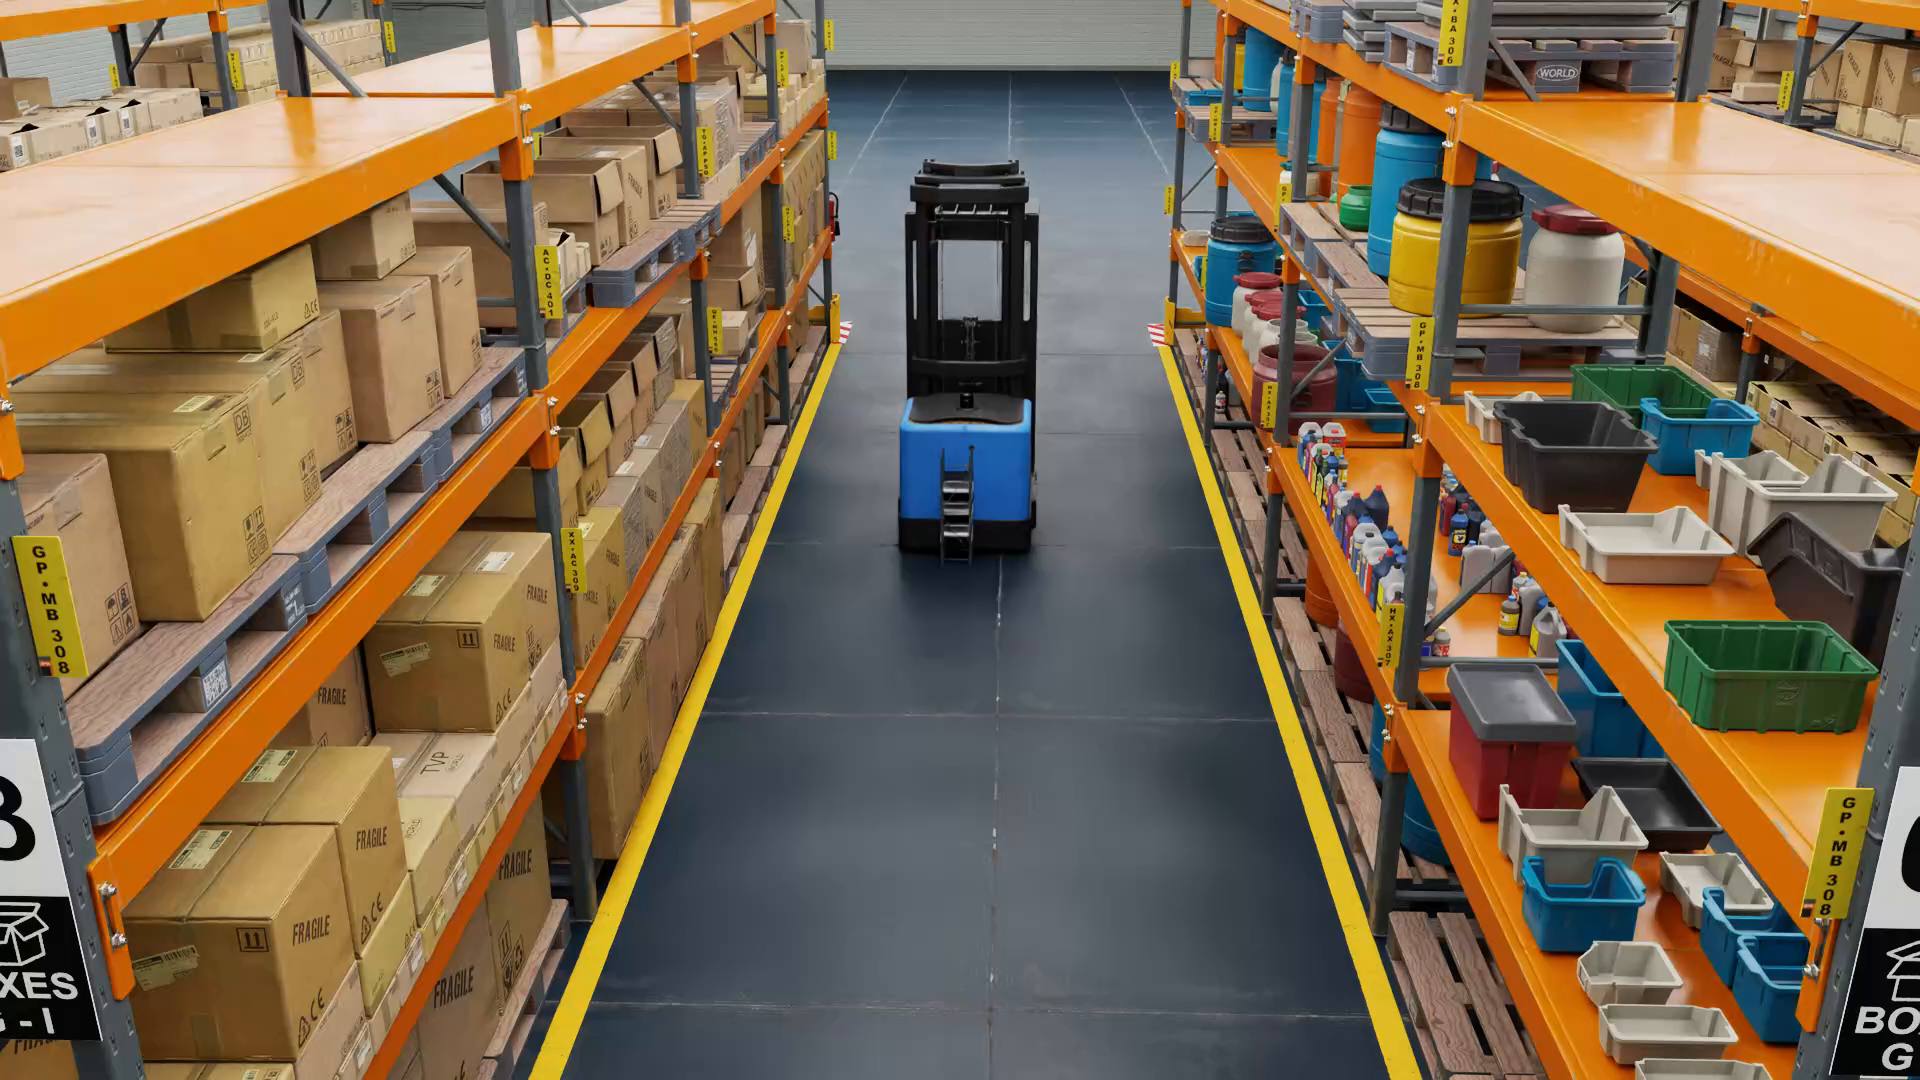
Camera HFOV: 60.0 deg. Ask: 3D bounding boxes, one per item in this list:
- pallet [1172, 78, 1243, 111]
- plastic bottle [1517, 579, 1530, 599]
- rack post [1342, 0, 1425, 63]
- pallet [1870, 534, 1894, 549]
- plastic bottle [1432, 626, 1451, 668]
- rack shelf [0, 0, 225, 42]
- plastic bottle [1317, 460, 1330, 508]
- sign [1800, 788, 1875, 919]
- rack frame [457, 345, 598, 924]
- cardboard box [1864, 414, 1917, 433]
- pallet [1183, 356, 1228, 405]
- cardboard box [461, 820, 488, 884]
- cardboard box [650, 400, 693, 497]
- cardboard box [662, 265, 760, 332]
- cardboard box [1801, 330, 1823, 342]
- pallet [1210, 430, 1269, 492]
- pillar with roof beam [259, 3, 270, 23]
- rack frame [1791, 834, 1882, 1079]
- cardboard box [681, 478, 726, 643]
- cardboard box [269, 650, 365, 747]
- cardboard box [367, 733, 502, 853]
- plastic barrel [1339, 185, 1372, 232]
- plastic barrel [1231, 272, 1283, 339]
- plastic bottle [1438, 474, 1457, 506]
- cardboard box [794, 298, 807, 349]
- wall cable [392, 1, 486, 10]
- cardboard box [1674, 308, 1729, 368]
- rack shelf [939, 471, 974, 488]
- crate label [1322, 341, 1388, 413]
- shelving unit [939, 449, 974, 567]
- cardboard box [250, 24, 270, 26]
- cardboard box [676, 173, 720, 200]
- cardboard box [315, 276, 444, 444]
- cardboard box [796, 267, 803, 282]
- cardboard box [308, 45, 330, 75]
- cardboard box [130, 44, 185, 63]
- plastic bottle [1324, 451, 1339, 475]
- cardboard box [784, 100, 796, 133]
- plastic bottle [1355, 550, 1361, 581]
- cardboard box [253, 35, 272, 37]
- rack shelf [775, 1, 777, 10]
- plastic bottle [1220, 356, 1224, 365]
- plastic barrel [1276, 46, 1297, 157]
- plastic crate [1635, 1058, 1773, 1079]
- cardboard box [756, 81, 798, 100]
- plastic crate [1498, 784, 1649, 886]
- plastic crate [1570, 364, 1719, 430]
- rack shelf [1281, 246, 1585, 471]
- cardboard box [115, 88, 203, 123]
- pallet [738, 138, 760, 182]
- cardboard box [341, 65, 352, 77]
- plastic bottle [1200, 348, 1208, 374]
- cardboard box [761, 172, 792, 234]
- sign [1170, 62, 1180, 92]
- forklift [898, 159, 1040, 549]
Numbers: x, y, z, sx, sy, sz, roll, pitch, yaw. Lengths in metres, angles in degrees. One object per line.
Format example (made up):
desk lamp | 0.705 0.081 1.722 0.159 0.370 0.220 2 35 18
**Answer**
pallet | 2.822 -4.764 17.774 1.003 0.211 1.213 1 21 2
plastic bottle | 3.019 0.308 8.864 0.097 0.201 0.097 0 21 0
rack post | 2.514 -2.710 8.764 0.937 0.300 0.954 3 21 7
pallet | 7.716 0.200 12.723 1.003 0.211 1.213 1 21 2
plastic bottle | 2.394 0.528 8.295 0.097 0.201 0.097 0 21 0
rack shelf | -7.143 -4.003 12.952 1.077 0.370 4.000 1 21 2
plastic bottle | 2.294 -0.353 10.453 0.061 0.283 0.133 1 21 2
sign | 1.908 0.684 3.618 0.100 0.325 0.005 1 21 2
rack frame | -2.371 0.533 8.009 1.000 3.000 0.127 1 21 2
cardboard box | 8.021 -0.907 14.164 0.500 0.311 0.500 1 21 1
pallet | 2.919 -1.690 17.592 1.003 0.211 1.213 1 21 2
cardboard box | -2.092 1.228 6.564 0.380 0.149 0.250 0 21 1
cardboard box | -2.038 -0.599 10.787 0.500 0.500 0.500 0 21 1
cardboard box | -2.088 -1.976 13.751 0.797 0.503 0.637 3 21 7
cardboard box | 7.543 -1.814 14.405 0.380 0.149 0.250 1 21 2
pallet | 2.838 -0.721 15.095 1.003 0.211 1.213 1 21 2
pillar with roof beam | -12.762 -15.154 40.144 9.100 9.000 0.400 1 21 2
rack frame | 2.458 2.034 4.141 1.000 3.000 0.127 1 21 2
cardboard box | -2.291 0.131 11.402 1.225 0.875 0.875 0 21 -1
cardboard box | -2.675 0.651 6.464 0.500 0.500 0.500 0 21 0
cardboard box | -2.151 0.998 6.606 0.500 0.250 0.500 1 21 3
plastic barrel | 2.439 -2.000 10.025 0.294 0.245 0.294 0 21 0
plastic barrel | 2.575 -2.025 14.414 0.433 0.535 0.433 0 21 0
plastic bottle | 3.072 -0.314 10.467 0.097 0.201 0.097 0 21 0
cardboard box | -2.026 -2.394 18.428 0.500 0.500 0.500 6 22 16
wall cable | -15.471 -16.973 49.126 3.097 2.526 0.112 1 21 2
cardboard box | 7.608 -2.044 16.835 0.500 0.500 0.500 1 21 2
rack shelf | -0.024 -0.468 12.838 0.258 0.077 0.200 1 21 3
crate label | 3.002 -1.232 12.508 0.502 0.435 0.616 1 21 2
shelving unit | -0.024 -0.248 12.924 0.258 0.900 0.210 1 21 3
cardboard box | -7.313 -5.401 17.681 0.380 0.149 0.250 1 21 2
cardboard box | -1.981 -2.409 11.652 0.500 0.250 0.500 1 21 3
cardboard box | -2.356 -0.677 6.122 0.700 0.500 0.500 2 21 4
cardboard box | -1.773 -2.678 16.633 0.380 0.149 0.250 1 21 2
cardboard box | -6.744 -4.882 16.895 0.500 0.250 0.500 1 21 2
cardboard box | -7.390 -4.482 15.313 0.380 0.149 0.250 0 21 1
plastic bottle | 2.381 -0.437 10.685 0.097 0.271 0.097 0 21 0
cardboard box | -1.847 -4.040 15.854 0.500 0.250 0.500 0 21 1
plastic bottle | 2.275 0.129 9.326 0.097 0.201 0.097 0 21 0
cardboard box | -6.702 -4.843 16.243 0.380 0.149 0.250 1 21 2
rack shelf | -2.067 -5.543 16.373 1.077 0.370 4.000 1 21 2
plastic bottle | 2.685 -1.724 16.972 0.061 0.283 0.133 1 21 2
plastic barrel | 3.024 -3.751 14.210 0.600 0.901 0.708 1 21 2
plastic crate | 2.325 1.727 5.213 0.396 0.136 0.243 1 21 2
cardboard box | -1.781 -4.368 16.148 0.380 0.149 0.250 0 21 1
plastic crate | 2.349 1.165 6.462 0.437 0.282 0.530 1 21 2
plastic crate | 2.869 -0.556 6.961 0.450 0.188 0.662 1 21 2
rack shelf | 2.640 -1.199 9.320 1.077 0.370 4.000 1 21 2
cardboard box | -6.944 -3.765 14.426 0.500 0.250 0.500 1 21 2
pallet | -2.281 -3.074 13.417 1.213 0.211 1.003 1 21 2
cardboard box | -6.663 -4.929 17.567 0.380 0.149 0.250 0 21 1
plastic bottle | 2.564 -1.872 17.372 0.097 0.271 0.097 0 21 0
cardboard box | -1.860 -3.171 15.623 0.500 0.500 0.500 1 21 2
sign | 2.395 -5.162 18.526 0.100 0.325 0.005 1 21 2
forklift | 0.109 -1.780 14.065 1.130 2.935 3.031 1 21 3
